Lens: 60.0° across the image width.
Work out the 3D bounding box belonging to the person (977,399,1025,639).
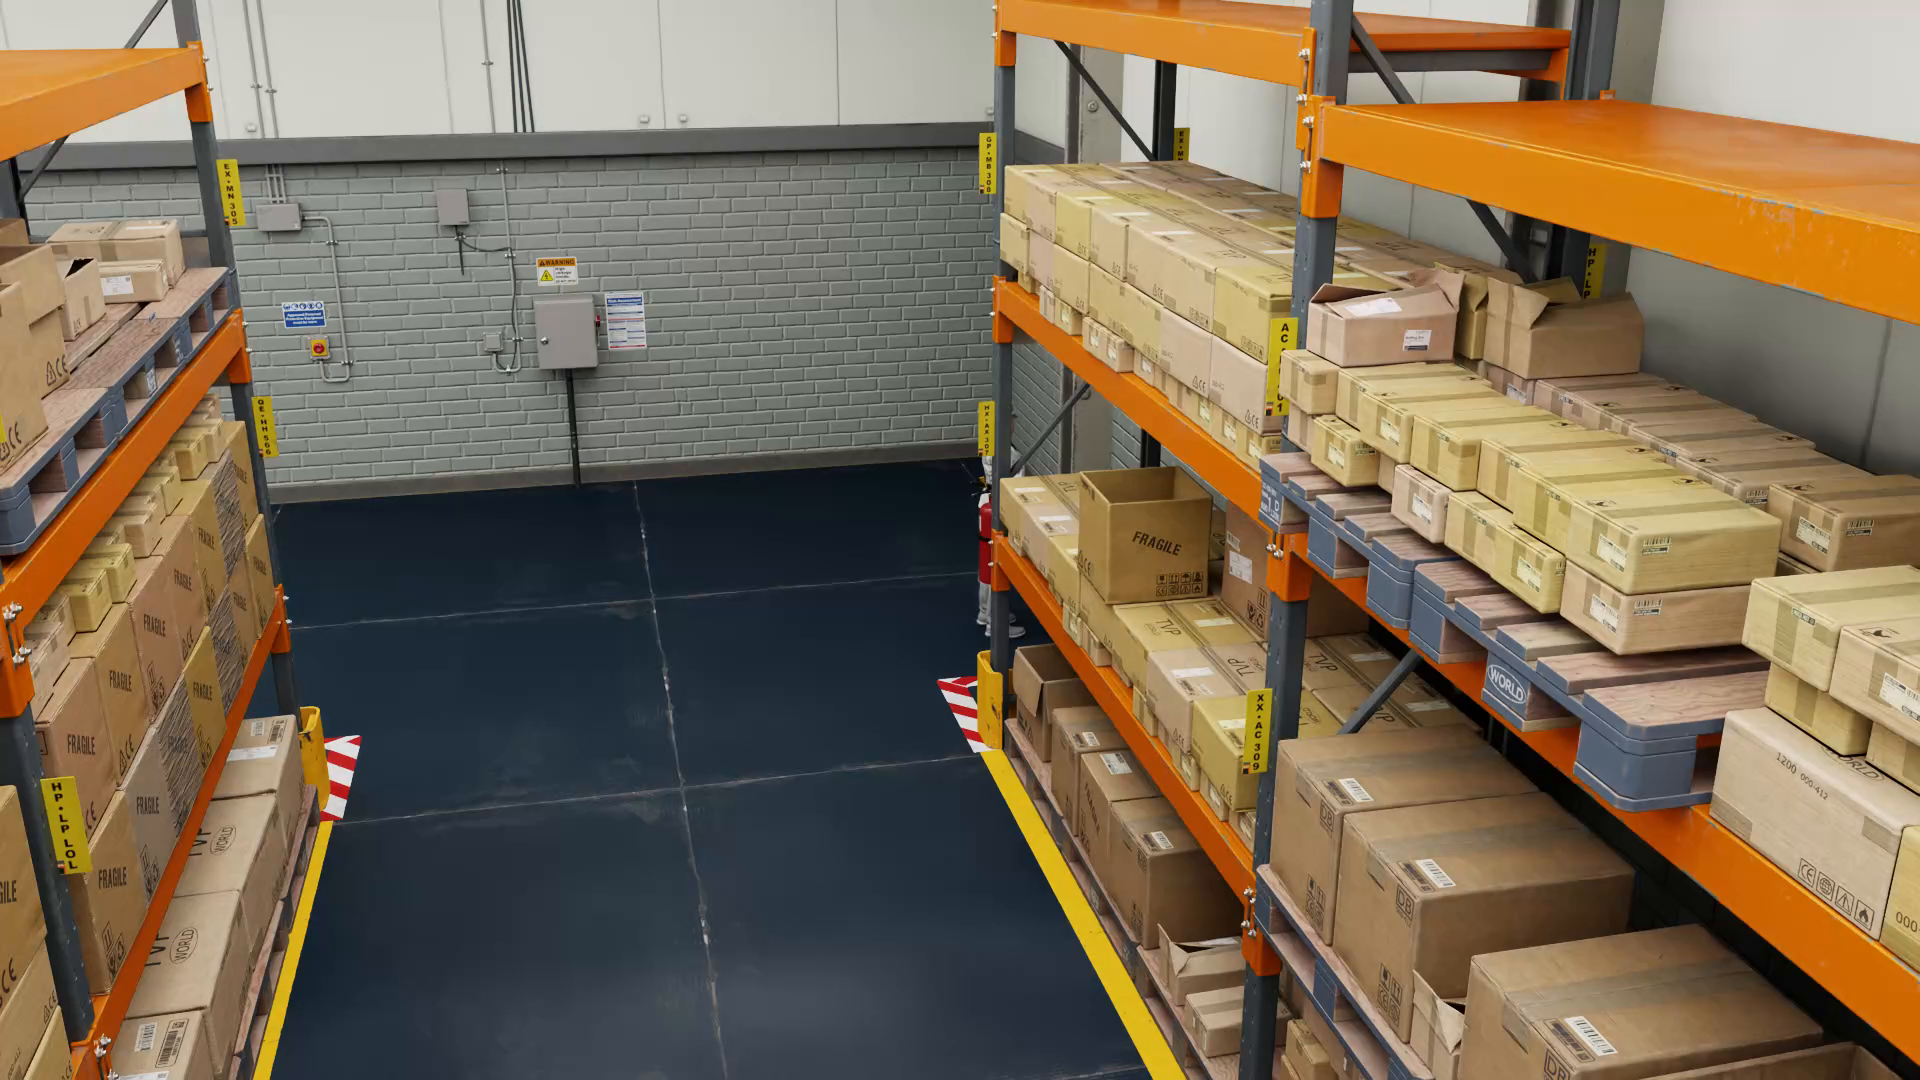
[{"bbox_3d":[0.292,-0.160,11.498,0.341,1.679,0.466,-4,20,-11],"label":"person"}]
